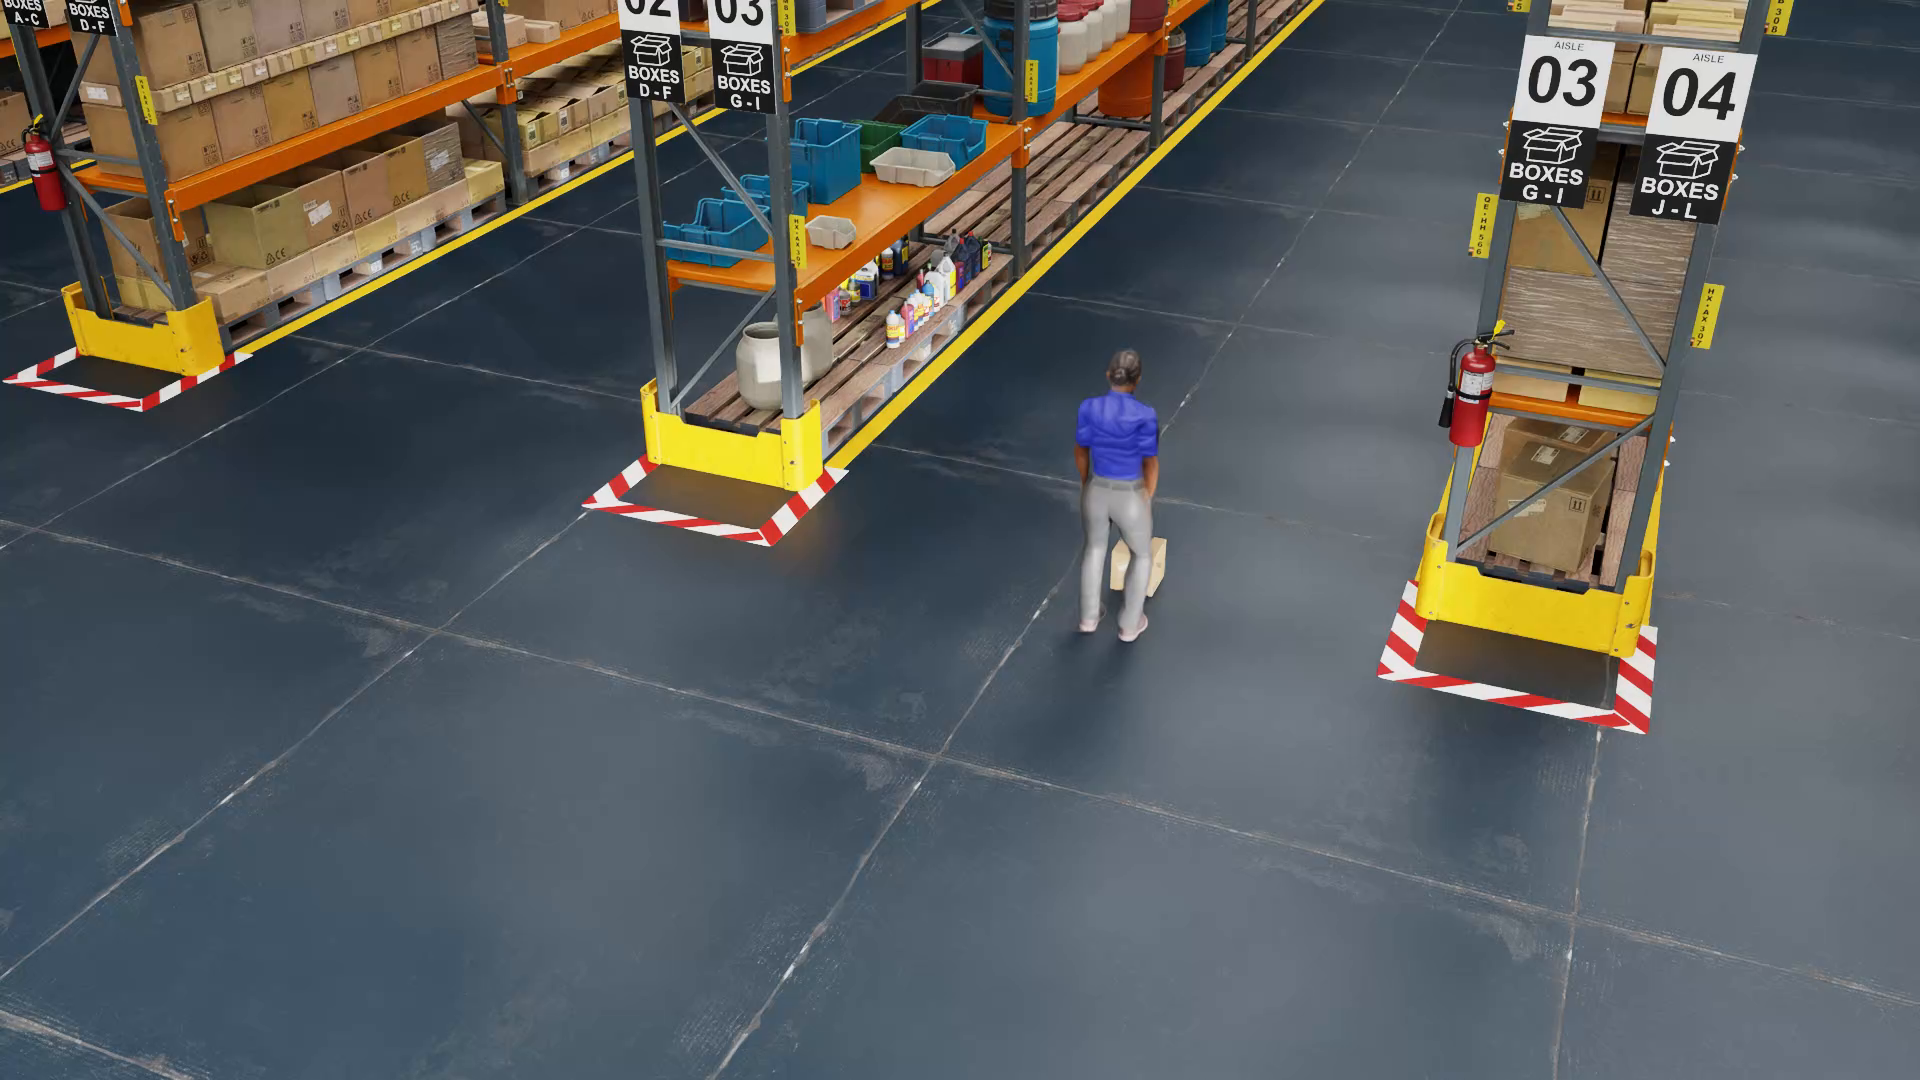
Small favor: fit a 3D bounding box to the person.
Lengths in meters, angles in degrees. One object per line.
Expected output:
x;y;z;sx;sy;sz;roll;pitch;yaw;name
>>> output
0.816;-0.218;8.850;0.461;1.599;0.393;12;32;20;person
